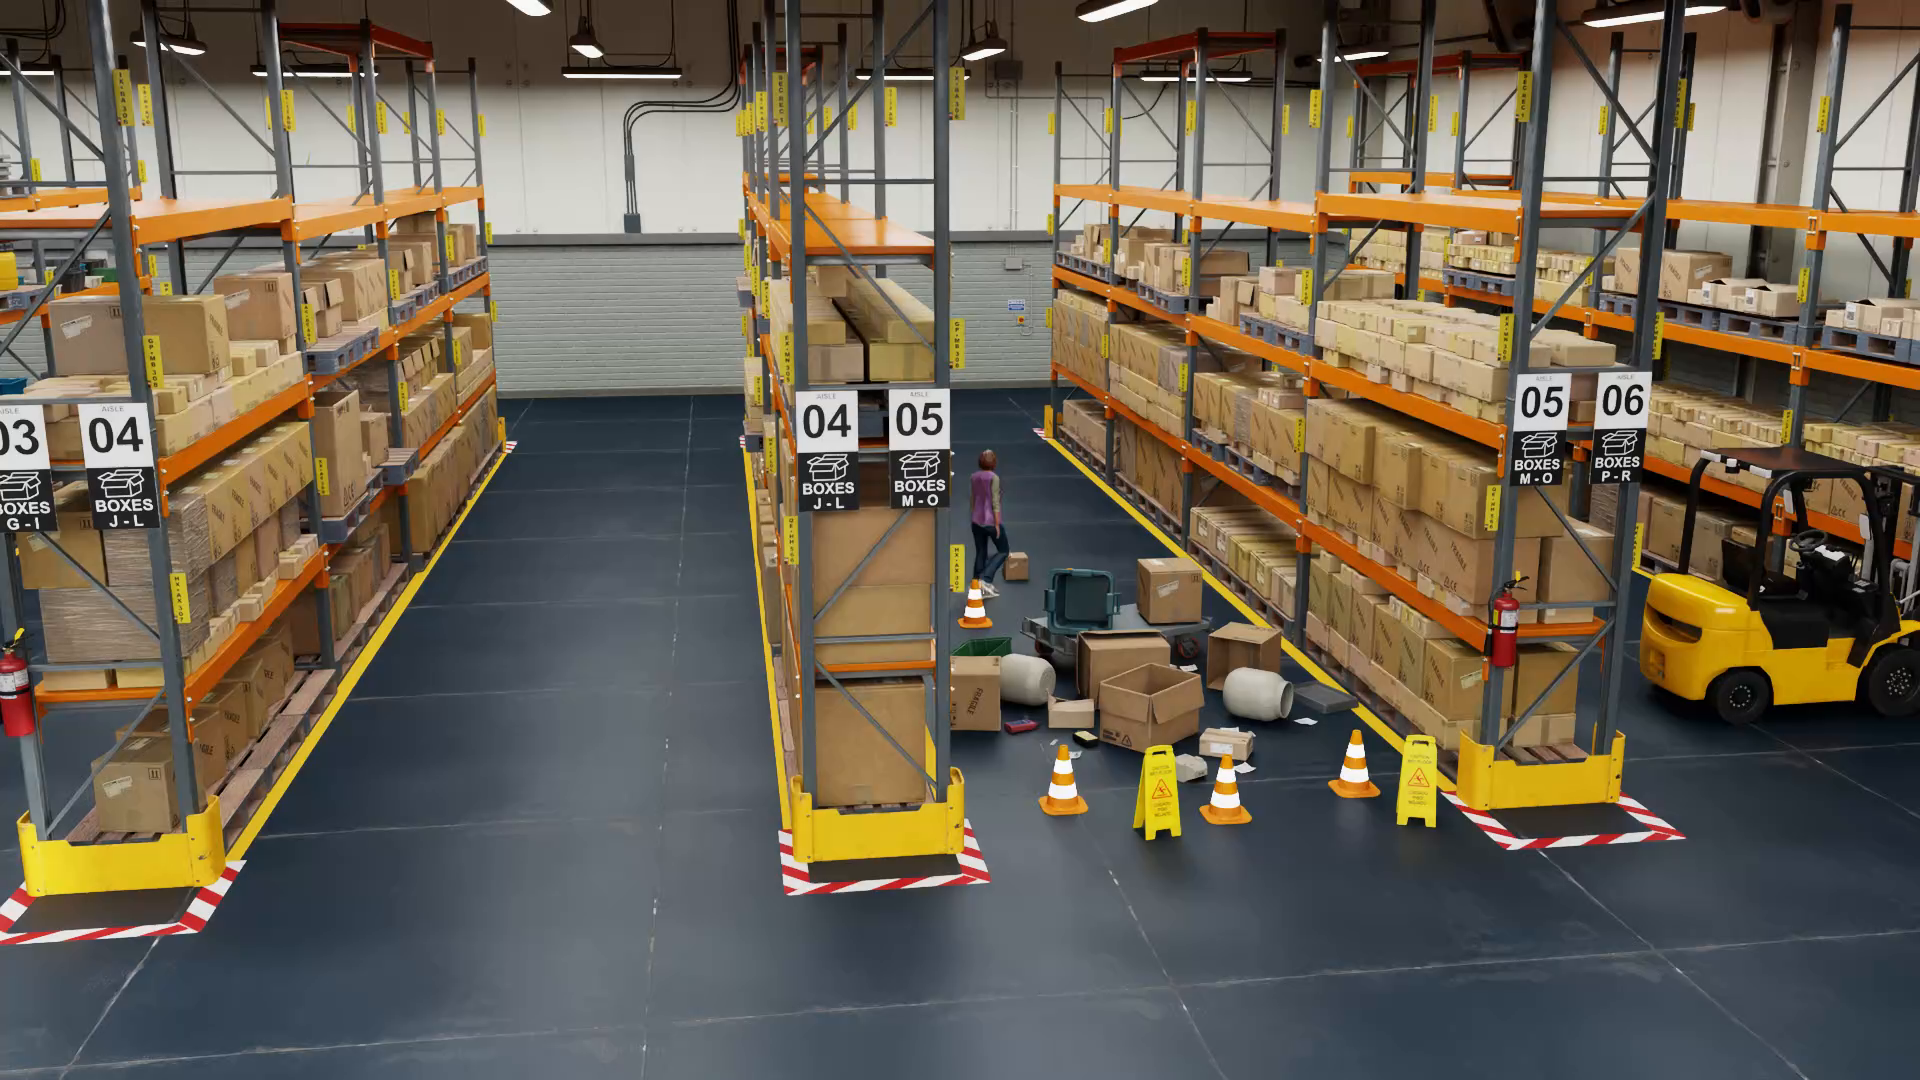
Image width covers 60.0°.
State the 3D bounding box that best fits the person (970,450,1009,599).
[{"bbox_3d":[0.265,-0.151,17.585,0.474,1.592,0.443,11,17,39],"label":"person"}]
